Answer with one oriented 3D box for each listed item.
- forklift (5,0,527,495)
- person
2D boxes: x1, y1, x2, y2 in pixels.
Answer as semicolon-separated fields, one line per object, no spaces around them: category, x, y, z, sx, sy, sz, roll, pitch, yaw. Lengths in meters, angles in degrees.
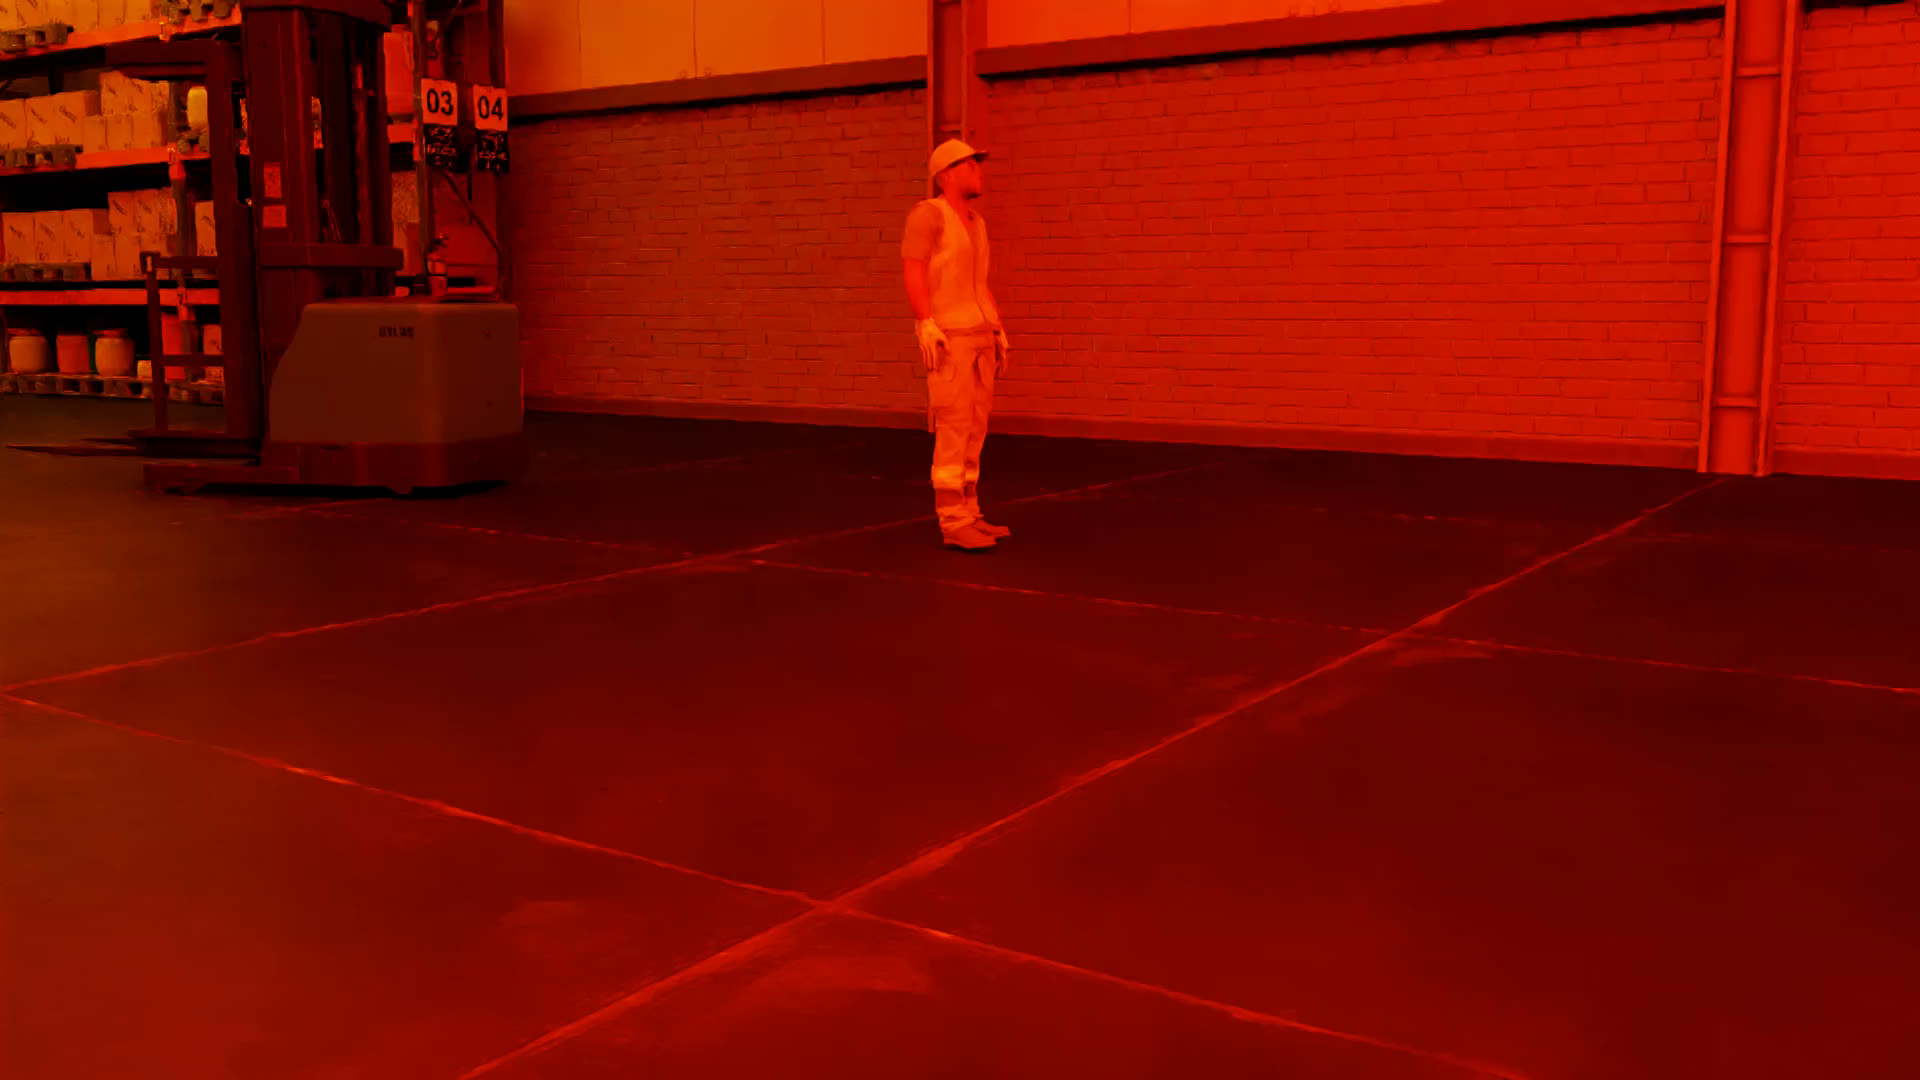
forklift;-4.186;-1.788;9.767;3.031;2.935;1.130;2;8;14
person;0.060;-0.885;7.423;0.563;1.787;0.636;5;10;34
